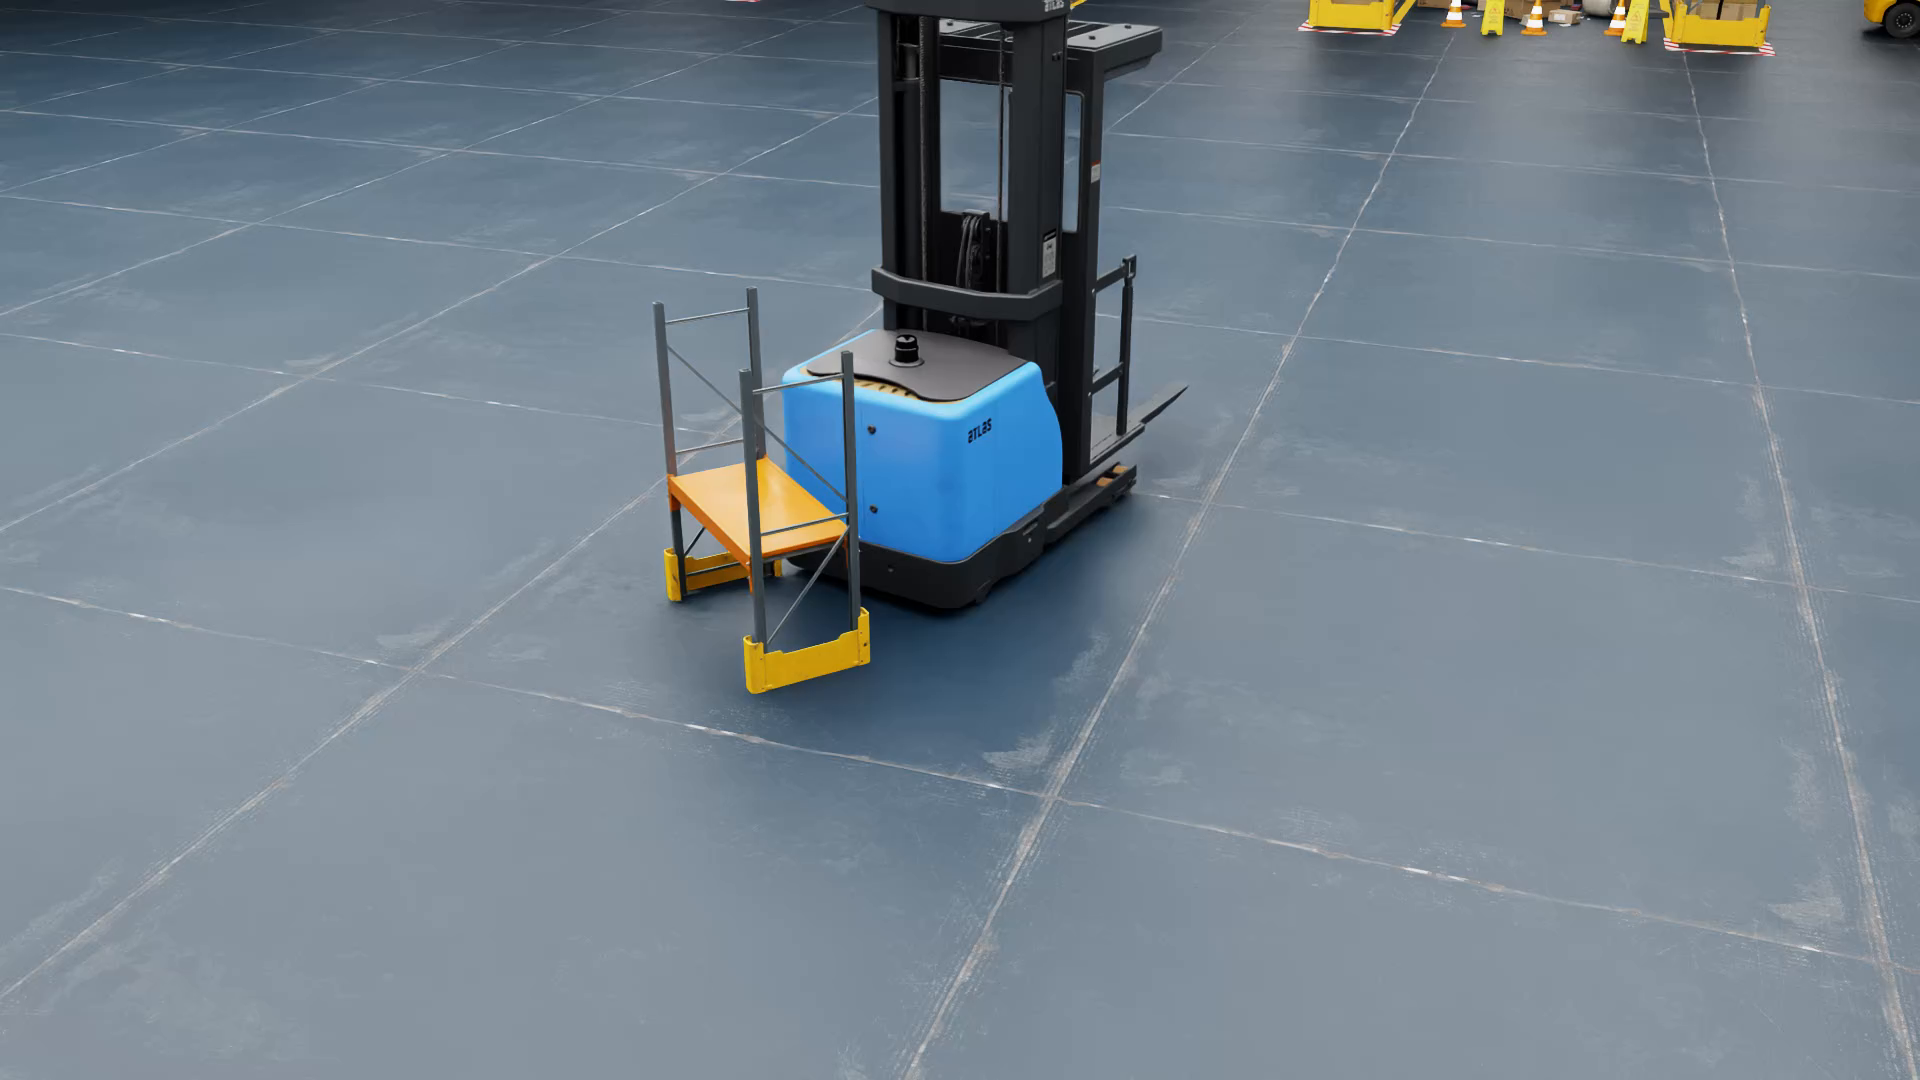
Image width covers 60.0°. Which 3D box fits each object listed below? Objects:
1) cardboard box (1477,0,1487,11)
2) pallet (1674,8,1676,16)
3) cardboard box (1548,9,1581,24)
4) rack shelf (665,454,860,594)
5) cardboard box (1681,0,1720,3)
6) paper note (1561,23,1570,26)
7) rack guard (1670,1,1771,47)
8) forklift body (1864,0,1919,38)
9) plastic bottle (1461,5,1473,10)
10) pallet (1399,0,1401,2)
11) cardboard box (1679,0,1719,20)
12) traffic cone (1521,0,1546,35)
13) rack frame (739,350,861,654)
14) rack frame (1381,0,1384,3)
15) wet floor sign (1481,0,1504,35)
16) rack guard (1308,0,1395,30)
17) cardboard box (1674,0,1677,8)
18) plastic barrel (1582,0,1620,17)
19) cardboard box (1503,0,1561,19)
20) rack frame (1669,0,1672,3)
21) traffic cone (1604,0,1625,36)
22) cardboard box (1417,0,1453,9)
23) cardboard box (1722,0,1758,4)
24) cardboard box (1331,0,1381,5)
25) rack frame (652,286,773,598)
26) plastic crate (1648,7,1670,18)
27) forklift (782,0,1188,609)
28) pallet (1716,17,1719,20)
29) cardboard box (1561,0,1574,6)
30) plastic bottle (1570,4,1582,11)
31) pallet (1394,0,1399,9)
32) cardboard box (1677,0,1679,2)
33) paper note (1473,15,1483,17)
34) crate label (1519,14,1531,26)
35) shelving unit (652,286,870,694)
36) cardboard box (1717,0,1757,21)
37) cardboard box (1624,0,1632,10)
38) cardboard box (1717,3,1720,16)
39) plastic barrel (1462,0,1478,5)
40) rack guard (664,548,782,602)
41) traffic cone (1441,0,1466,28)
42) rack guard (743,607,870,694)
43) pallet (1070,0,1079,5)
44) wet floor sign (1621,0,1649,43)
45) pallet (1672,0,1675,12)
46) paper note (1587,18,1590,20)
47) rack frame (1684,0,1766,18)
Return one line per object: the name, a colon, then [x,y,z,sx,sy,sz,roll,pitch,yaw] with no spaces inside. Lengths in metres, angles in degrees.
cardboard box: [8.177,-8.280,25.547,0.396,0.266,0.258,14,29,26]
pallet: [11.120,-7.769,24.553,1.003,0.211,1.213,9,27,17]
cardboard box: [8.914,-7.712,24.508,0.250,0.149,0.380,-20,33,-36]
rack shelf: [-0.919,-0.093,7.635,0.538,0.185,1.000,-14,29,-26]
cardboard box: [10.404,-7.820,23.272,0.500,0.500,0.500,9,27,18]
paper note: [8.820,-7.505,24.216,0.148,0.019,0.142,0,26,-1]
rack guard: [10.408,-7.070,22.779,1.175,0.500,0.348,9,27,17]
forklift body: [13.976,-8.108,23.027,2.313,2.155,1.214,9,27,17]
plastic bottle: [7.755,-8.215,25.648,0.283,0.061,0.133,0,26,-1]
pallet: [6.686,-8.928,26.948,1.003,0.211,1.213,9,27,17]
cardboard box: [10.406,-7.497,23.465,0.500,0.250,0.500,9,27,17]
traffic cone: [8.150,-7.407,23.518,0.336,0.463,0.334,9,27,17]
rack frame: [-0.670,-0.062,7.157,0.500,1.500,0.032,-14,29,-26]
rack frame: [5.681,-8.841,23.567,1.000,3.000,0.127,9,27,17]
wet floor sign: [7.539,-7.482,23.462,0.267,0.644,0.232,4,26,8]
rack guard: [5.673,-7.706,24.091,1.175,0.500,0.348,9,27,17]
cardboard box: [10.747,-7.914,24.327,0.500,0.250,0.500,8,27,16]
plastic barrel: [9.643,-8.073,24.938,0.421,0.421,0.512,-14,29,-27]
cardboard box: [8.580,-8.130,24.963,0.797,0.503,0.637,-9,27,-18]
rack frame: [11.714,-9.808,25.565,1.000,3.000,0.127,9,27,17]
traffic cone: [9.310,-7.386,23.474,0.336,0.463,0.334,9,27,17]
cardboard box: [7.464,-8.574,25.881,0.500,0.500,0.500,14,29,26]
cardboard box: [10.920,-7.754,23.136,0.500,0.500,0.500,8,27,16]
cardboard box: [5.845,-8.361,24.534,0.875,0.875,0.875,9,27,18]
rack frame: [-1.168,-0.449,7.955,0.500,1.500,0.032,-14,29,-26]
plastic crate: [10.418,-7.968,25.114,0.402,0.080,0.583,0,26,-1]
forklift: [0.327,-1.592,8.674,1.130,2.935,3.031,15,30,28]
pallet: [10.712,-7.269,23.521,1.003,0.211,1.213,9,27,17]
cardboard box: [9.419,-8.554,26.112,0.258,0.266,0.396,-9,27,-18]
plastic bottle: [9.516,-8.227,25.672,0.133,0.061,0.283,14,29,26]
pallet: [6.281,-8.425,25.909,1.003,0.211,1.213,9,27,17]
cardboard box: [10.578,-7.699,23.882,0.500,0.250,0.500,9,27,18]
paper note: [7.790,-7.884,25.001,0.144,0.017,0.142,20,32,35]
crate label: [8.353,-7.593,24.275,0.250,0.136,0.298,-5,26,-9]
shelving unit: [-0.924,-0.259,7.563,0.587,1.500,1.083,-14,29,-26]
cardboard box: [10.912,-7.407,23.280,0.500,0.250,0.500,9,27,17]
cardboard box: [10.074,-8.441,25.607,0.500,0.500,0.500,-14,29,-27]
cardboard box: [11.089,-7.616,23.711,0.500,0.250,0.500,10,27,19]
plastic barrel: [8.082,-8.636,26.101,0.421,0.421,0.512,-14,29,-27]
rack guard: [-1.168,0.114,8.227,0.587,0.250,0.087,-14,29,-26]
traffic cone: [7.197,-7.711,24.145,0.336,0.463,0.334,9,27,17]
rack guard: [-0.680,0.493,7.445,0.587,0.250,0.087,-14,29,-26]
pallet: [1.367,-8.706,26.489,1.003,0.211,1.213,9,27,17]
wet floor sign: [9.311,-7.182,22.842,0.267,0.644,0.232,20,32,35]
pallet: [11.524,-8.272,25.592,1.003,0.211,1.213,9,27,17]
paper note: [9.364,-7.761,24.768,0.032,0.001,0.123,9,27,17]
rack frame: [10.383,-8.164,22.170,1.000,3.000,0.127,9,27,17]
